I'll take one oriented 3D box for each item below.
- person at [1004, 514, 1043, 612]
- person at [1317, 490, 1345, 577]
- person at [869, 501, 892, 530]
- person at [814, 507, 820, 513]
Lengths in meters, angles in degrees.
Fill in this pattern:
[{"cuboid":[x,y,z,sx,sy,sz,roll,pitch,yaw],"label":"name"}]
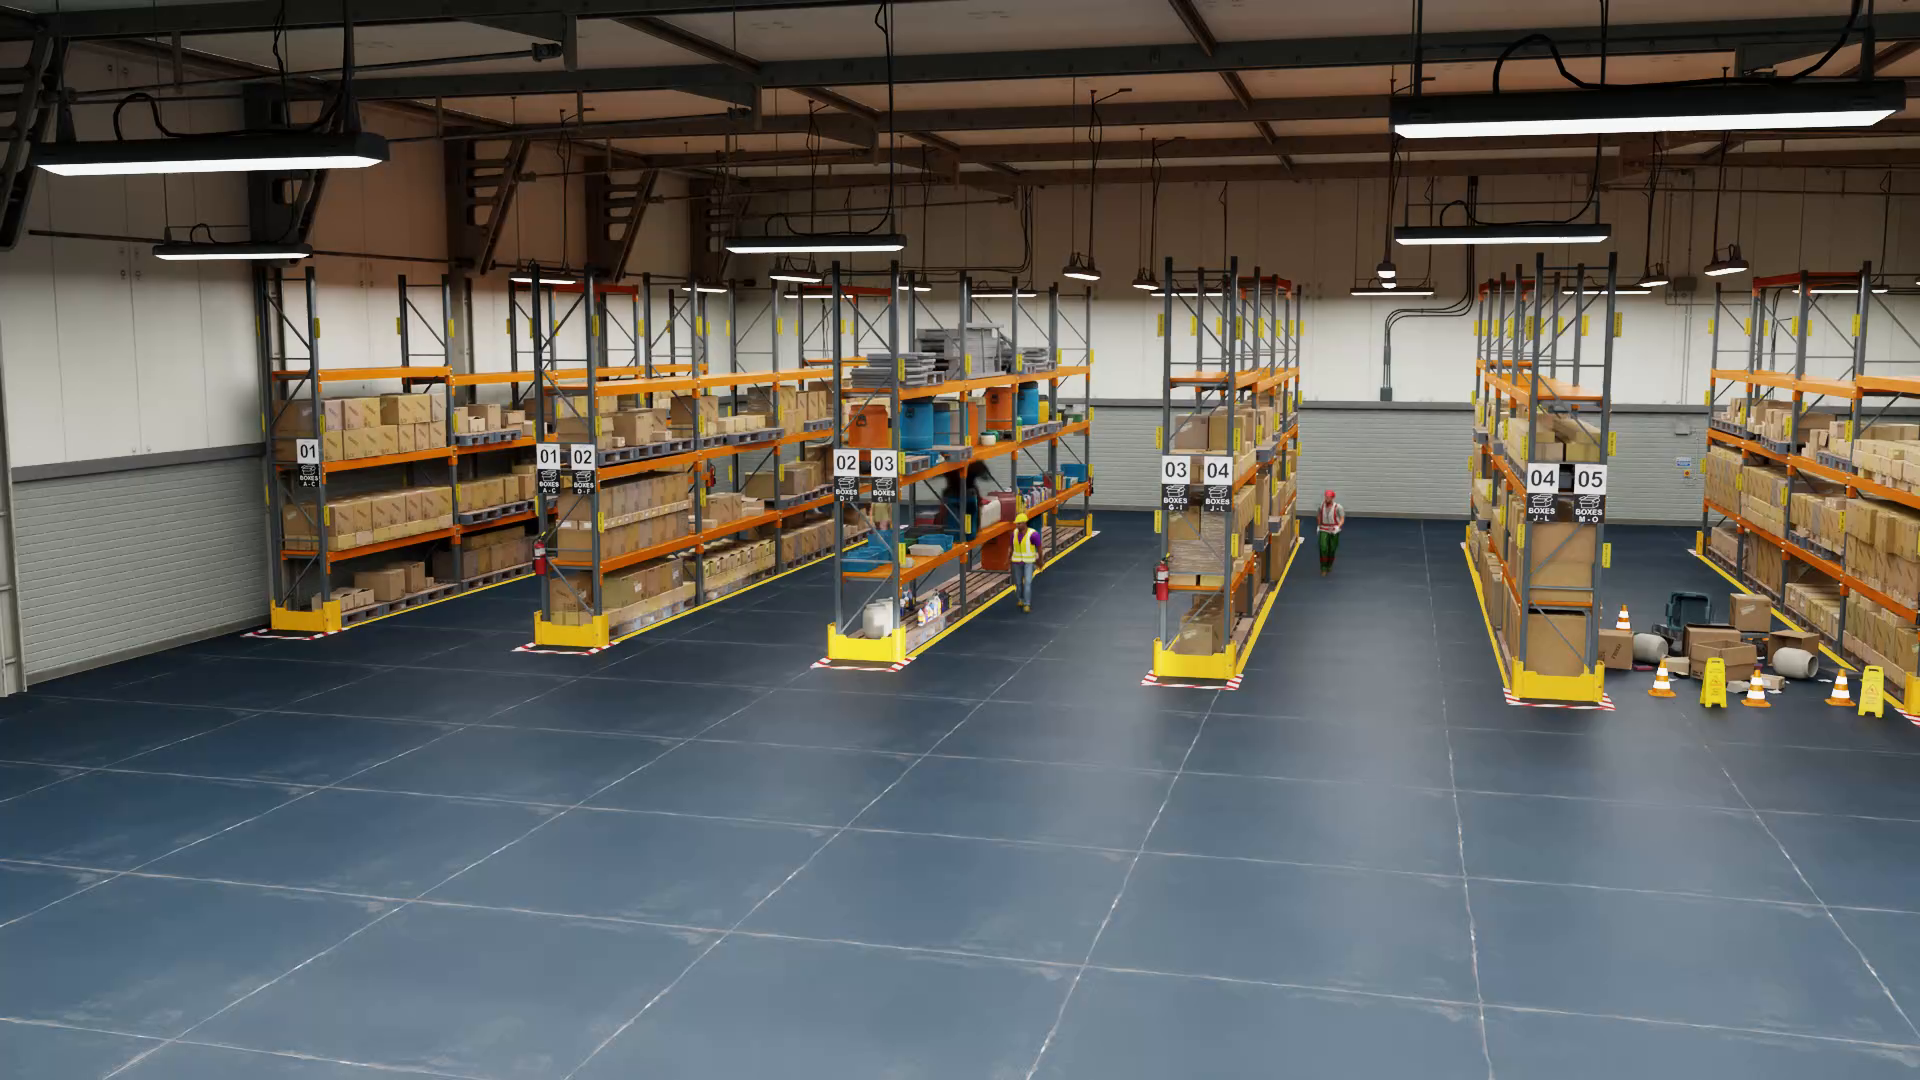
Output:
[{"cuboid":[1.124,0.391,29.541,0.674,1.722,0.993,1,7,8],"label":"person"},{"cuboid":[7.567,-0.130,33.966,0.546,1.807,0.877,2,7,13],"label":"person"},{"cuboid":[-1.756,-0.422,36.390,0.439,1.627,1.004,3,8,20],"label":"person"},{"cuboid":[-4.080,-1.488,44.783,0.897,1.618,0.537,6,9,40],"label":"person"}]
